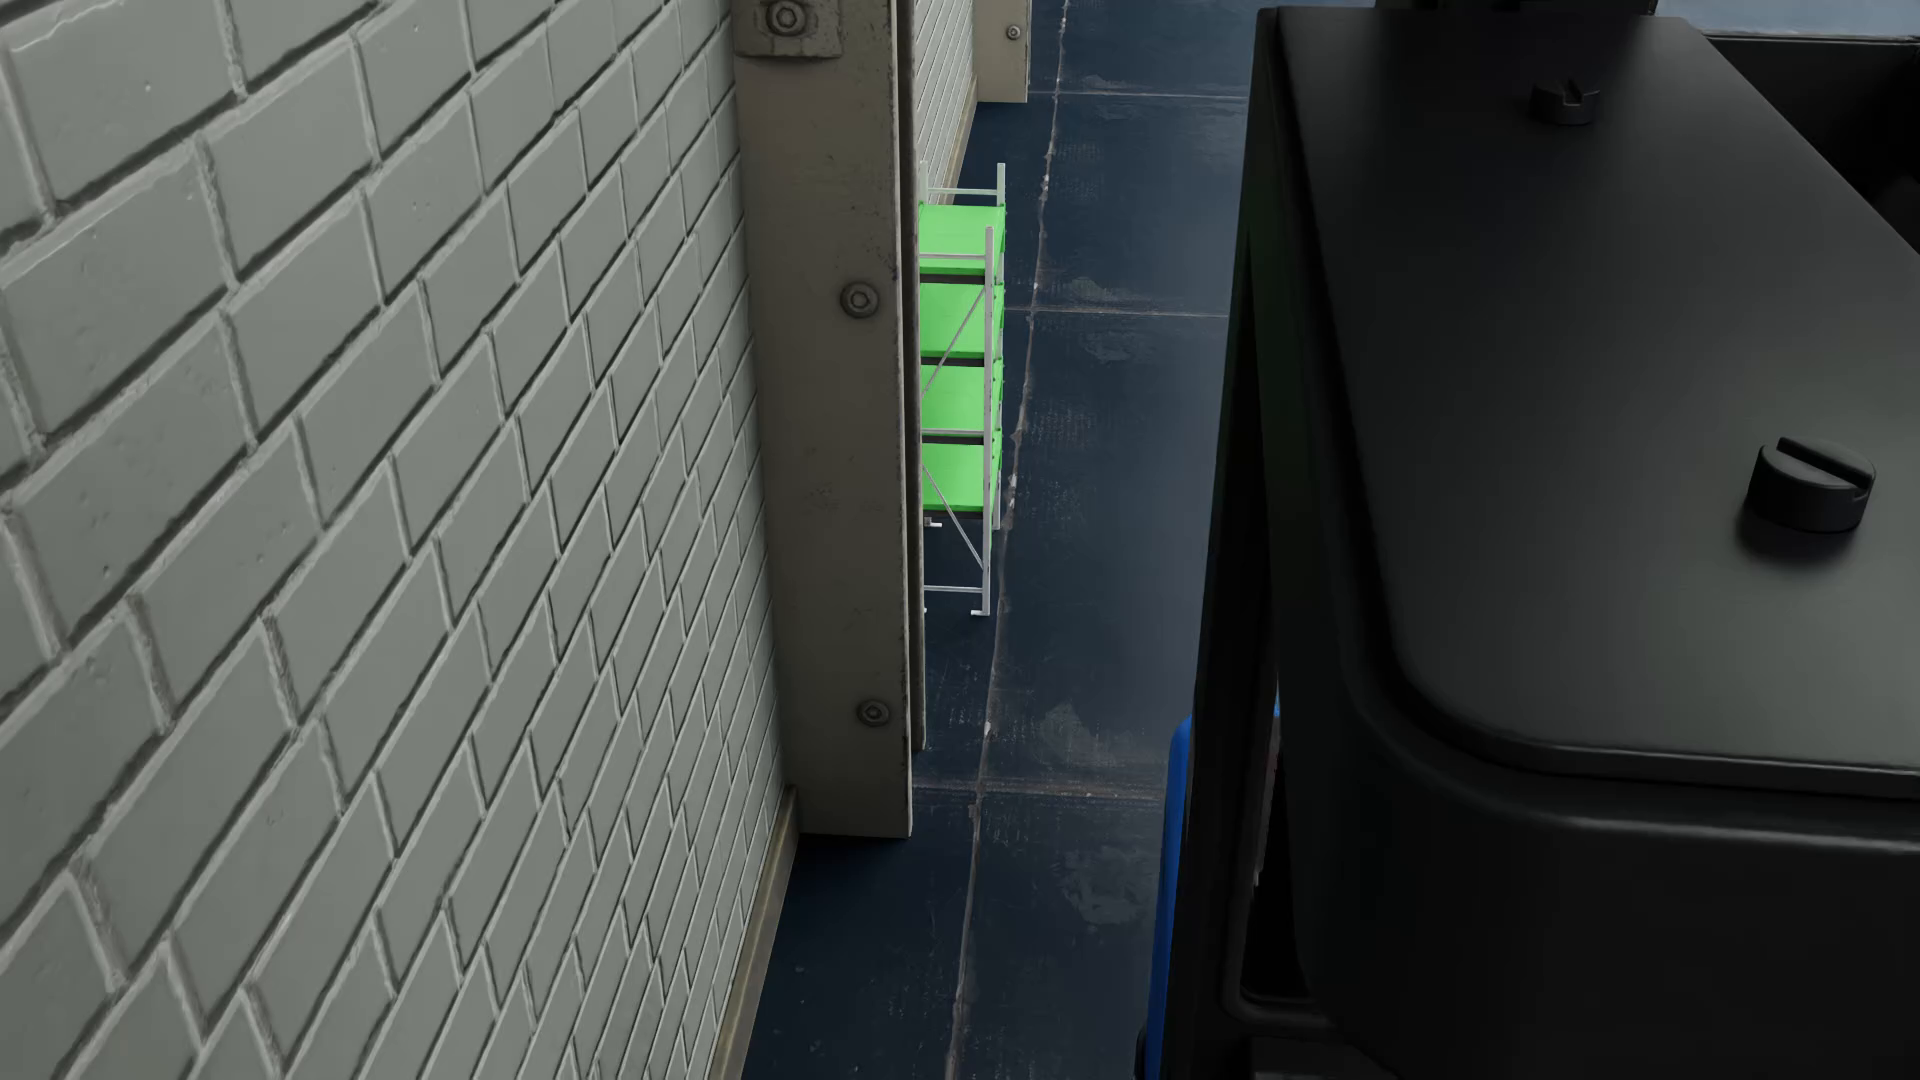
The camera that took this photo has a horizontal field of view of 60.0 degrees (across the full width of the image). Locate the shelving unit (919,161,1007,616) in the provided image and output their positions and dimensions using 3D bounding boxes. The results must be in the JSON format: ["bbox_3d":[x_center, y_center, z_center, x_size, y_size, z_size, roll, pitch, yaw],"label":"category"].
[{"bbox_3d":[-0.013,-0.424,4.795,0.258,1.200,0.503,2,32,4],"label":"shelving unit"}]

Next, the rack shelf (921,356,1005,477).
[{"bbox_3d":[-0.013,-0.370,4.828,0.258,0.148,0.480,2,32,4],"label":"rack shelf"}]

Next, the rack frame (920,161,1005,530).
[{"bbox_3d":[0.006,-0.552,5.002,0.240,1.200,0.015,2,32,4],"label":"rack frame"}]

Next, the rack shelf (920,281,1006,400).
[{"bbox_3d":[-0.013,-0.574,4.702,0.258,0.148,0.480,2,32,4],"label":"rack shelf"}]

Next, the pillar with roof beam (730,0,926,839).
[{"bbox_3d":[4.031,-3.028,1.586,9.100,9.000,0.400,2,32,4],"label":"pillar with roof beam"}]

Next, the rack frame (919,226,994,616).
[{"bbox_3d":[-0.033,-0.297,4.588,0.240,1.200,0.015,2,32,4],"label":"rack frame"}]

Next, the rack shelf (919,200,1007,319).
[{"bbox_3d":[-0.013,-0.778,4.576,0.258,0.148,0.480,2,32,4],"label":"rack shelf"}]

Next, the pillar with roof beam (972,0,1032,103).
[{"bbox_3d":[4.519,-6.165,6.677,9.100,9.000,0.400,2,32,4],"label":"pillar with roof beam"}]

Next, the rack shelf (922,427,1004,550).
[{"bbox_3d":[-0.013,-0.166,4.954,0.258,0.148,0.480,2,32,4],"label":"rack shelf"}]
